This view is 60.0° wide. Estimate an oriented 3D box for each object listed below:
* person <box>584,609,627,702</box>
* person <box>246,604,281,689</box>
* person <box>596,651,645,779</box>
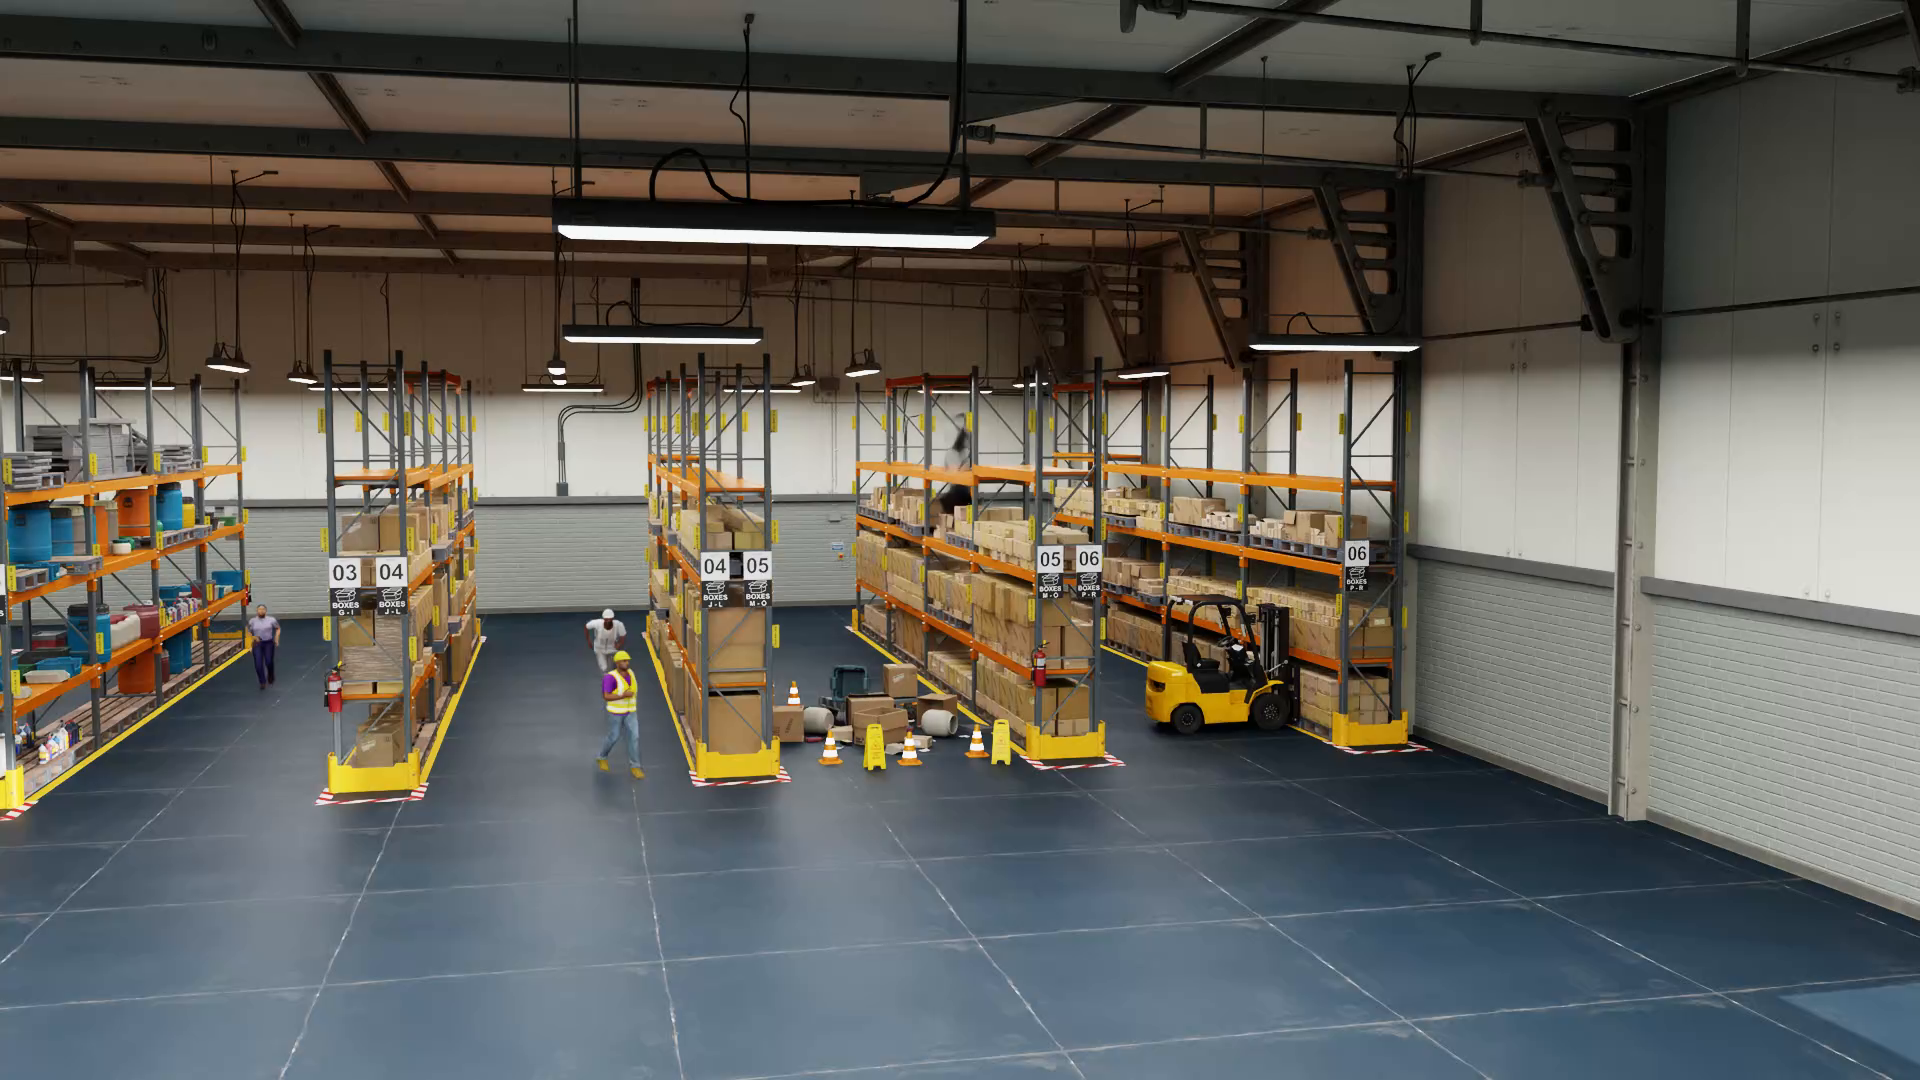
[{"bbox_3d":[-6.471,2.077,30.346,0.746,1.715,1.060,-1,4,-18],"label":"person"},{"bbox_3d":[-13.162,2.025,31.425,0.599,1.594,0.539,-1,4,-20],"label":"person"},{"bbox_3d":[-4.813,2.451,23.570,0.950,1.781,0.687,4,5,42],"label":"person"}]
